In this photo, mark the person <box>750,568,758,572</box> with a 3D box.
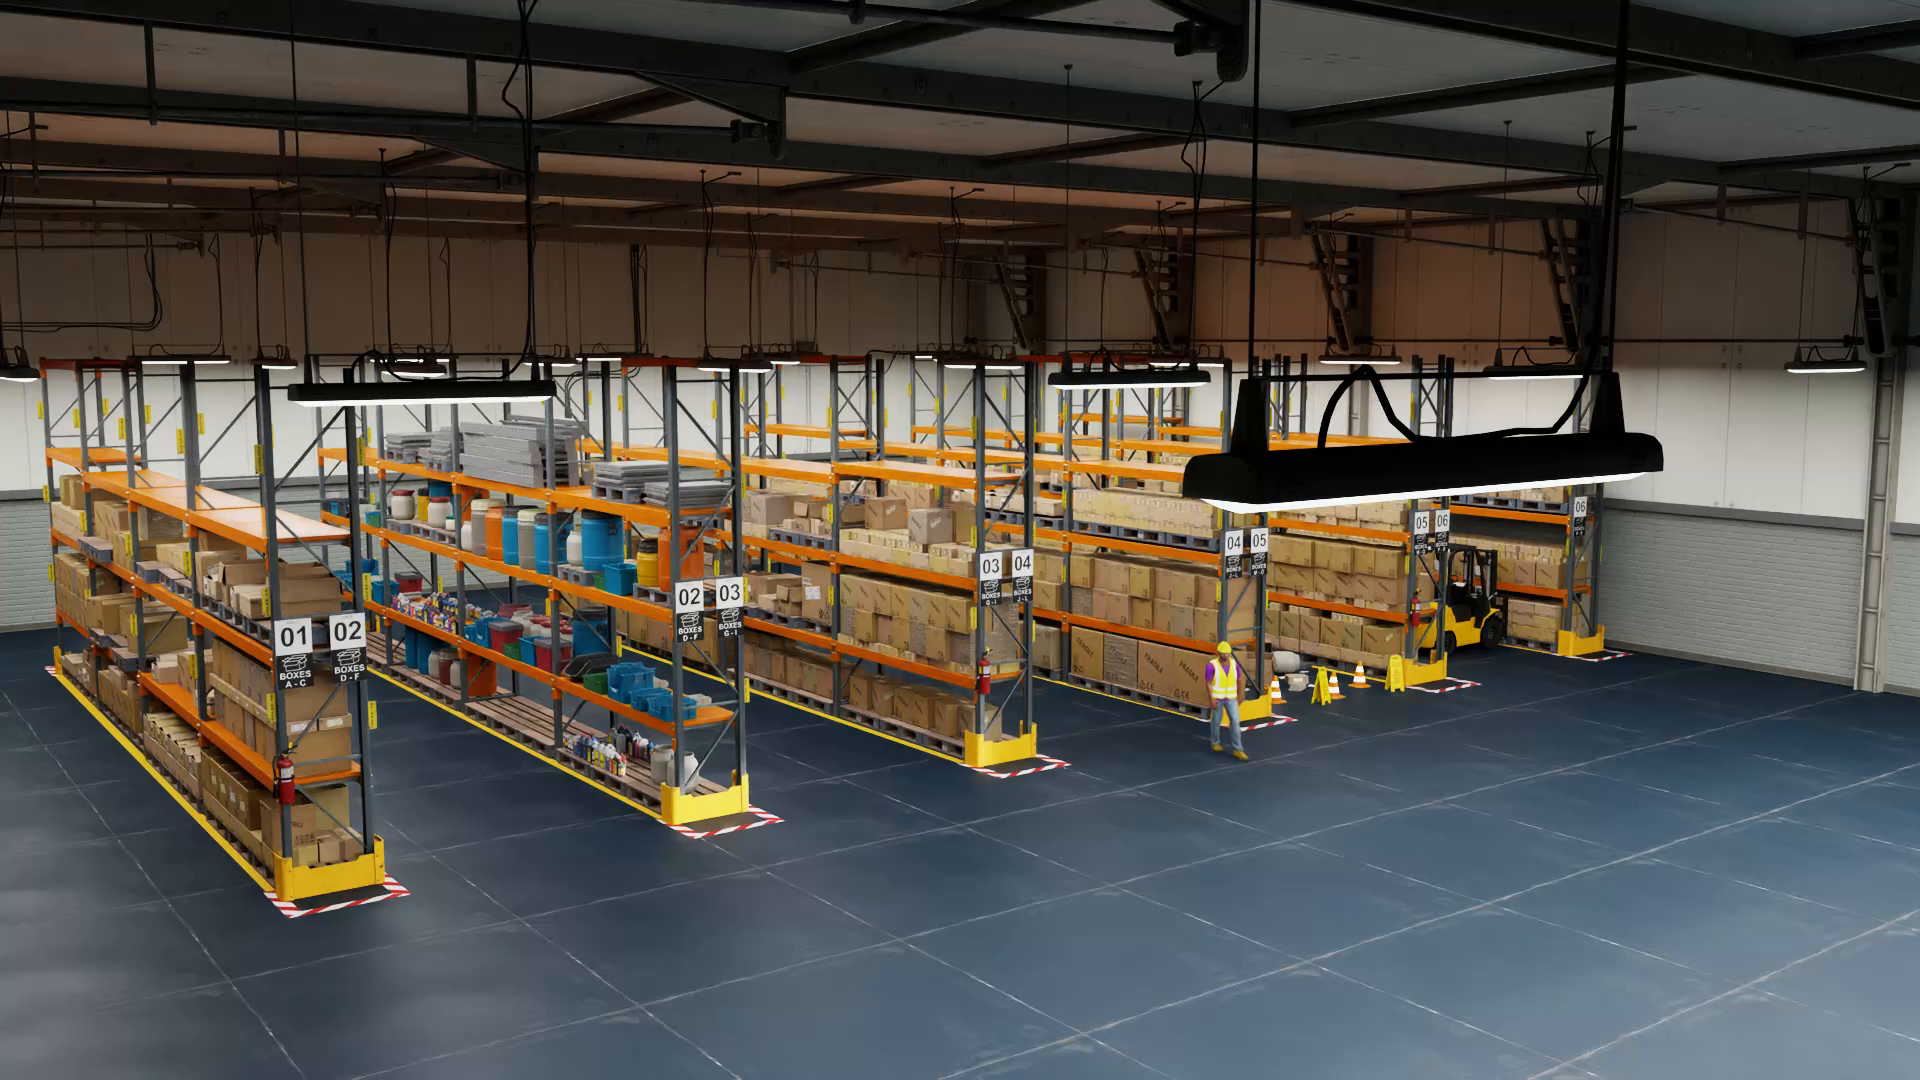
[{"bbox_3d":[-4.242,1.380,34.464,0.471,1.610,1.058,-6,9,-39],"label":"person"}]

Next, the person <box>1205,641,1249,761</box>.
[{"bbox_3d":[4.041,2.415,25.324,0.606,1.739,0.849,-1,7,-6],"label":"person"}]
